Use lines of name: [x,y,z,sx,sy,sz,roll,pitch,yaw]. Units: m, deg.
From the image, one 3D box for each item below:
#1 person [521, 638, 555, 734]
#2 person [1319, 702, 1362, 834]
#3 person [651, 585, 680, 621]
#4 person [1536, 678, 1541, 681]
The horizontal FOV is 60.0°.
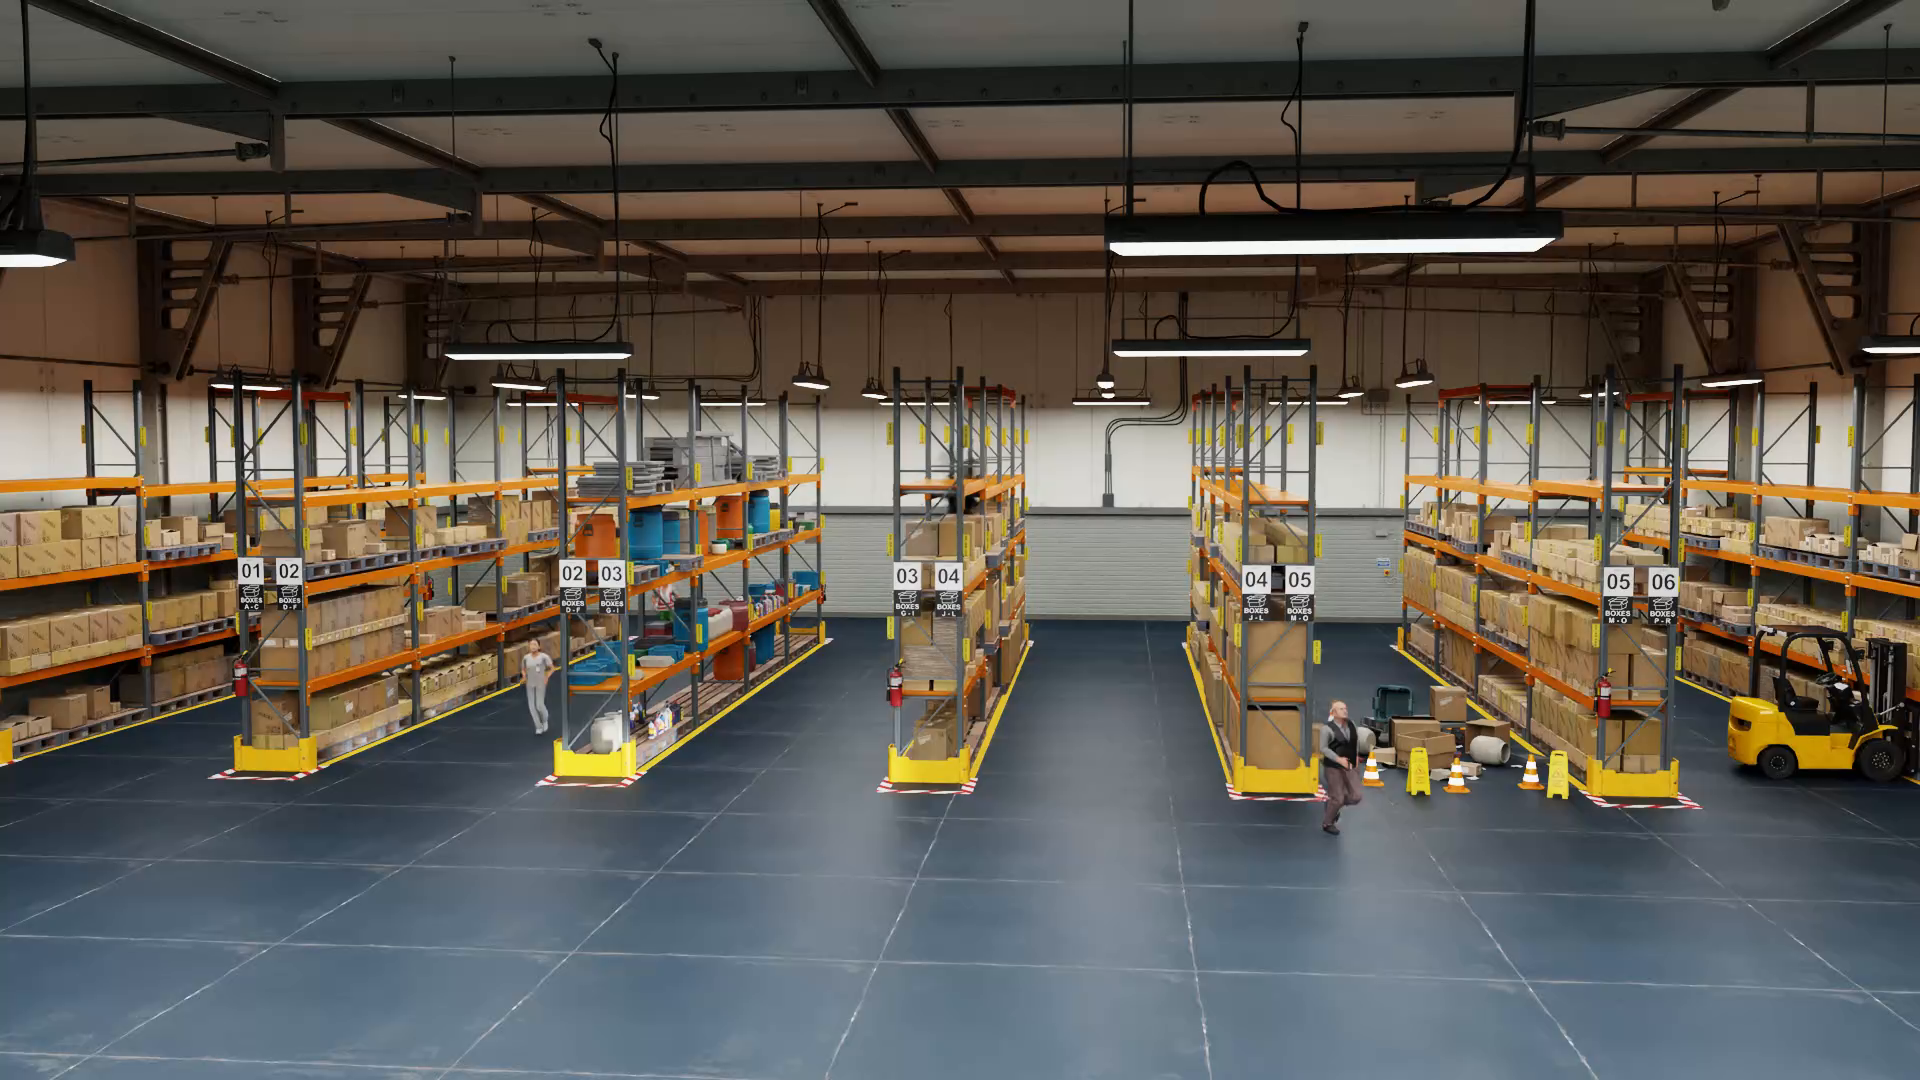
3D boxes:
person: [-7.097,2.451,27.824,0.539,1.626,0.541,0,4,3]
person: [4.811,2.871,20.909,0.685,1.680,0.635,-2,4,-24]
person: [-7.016,1.678,39.617,0.674,1.732,0.619,-1,4,-8]
person: [11.879,2.094,34.029,0.509,1.575,0.636,0,4,3]
